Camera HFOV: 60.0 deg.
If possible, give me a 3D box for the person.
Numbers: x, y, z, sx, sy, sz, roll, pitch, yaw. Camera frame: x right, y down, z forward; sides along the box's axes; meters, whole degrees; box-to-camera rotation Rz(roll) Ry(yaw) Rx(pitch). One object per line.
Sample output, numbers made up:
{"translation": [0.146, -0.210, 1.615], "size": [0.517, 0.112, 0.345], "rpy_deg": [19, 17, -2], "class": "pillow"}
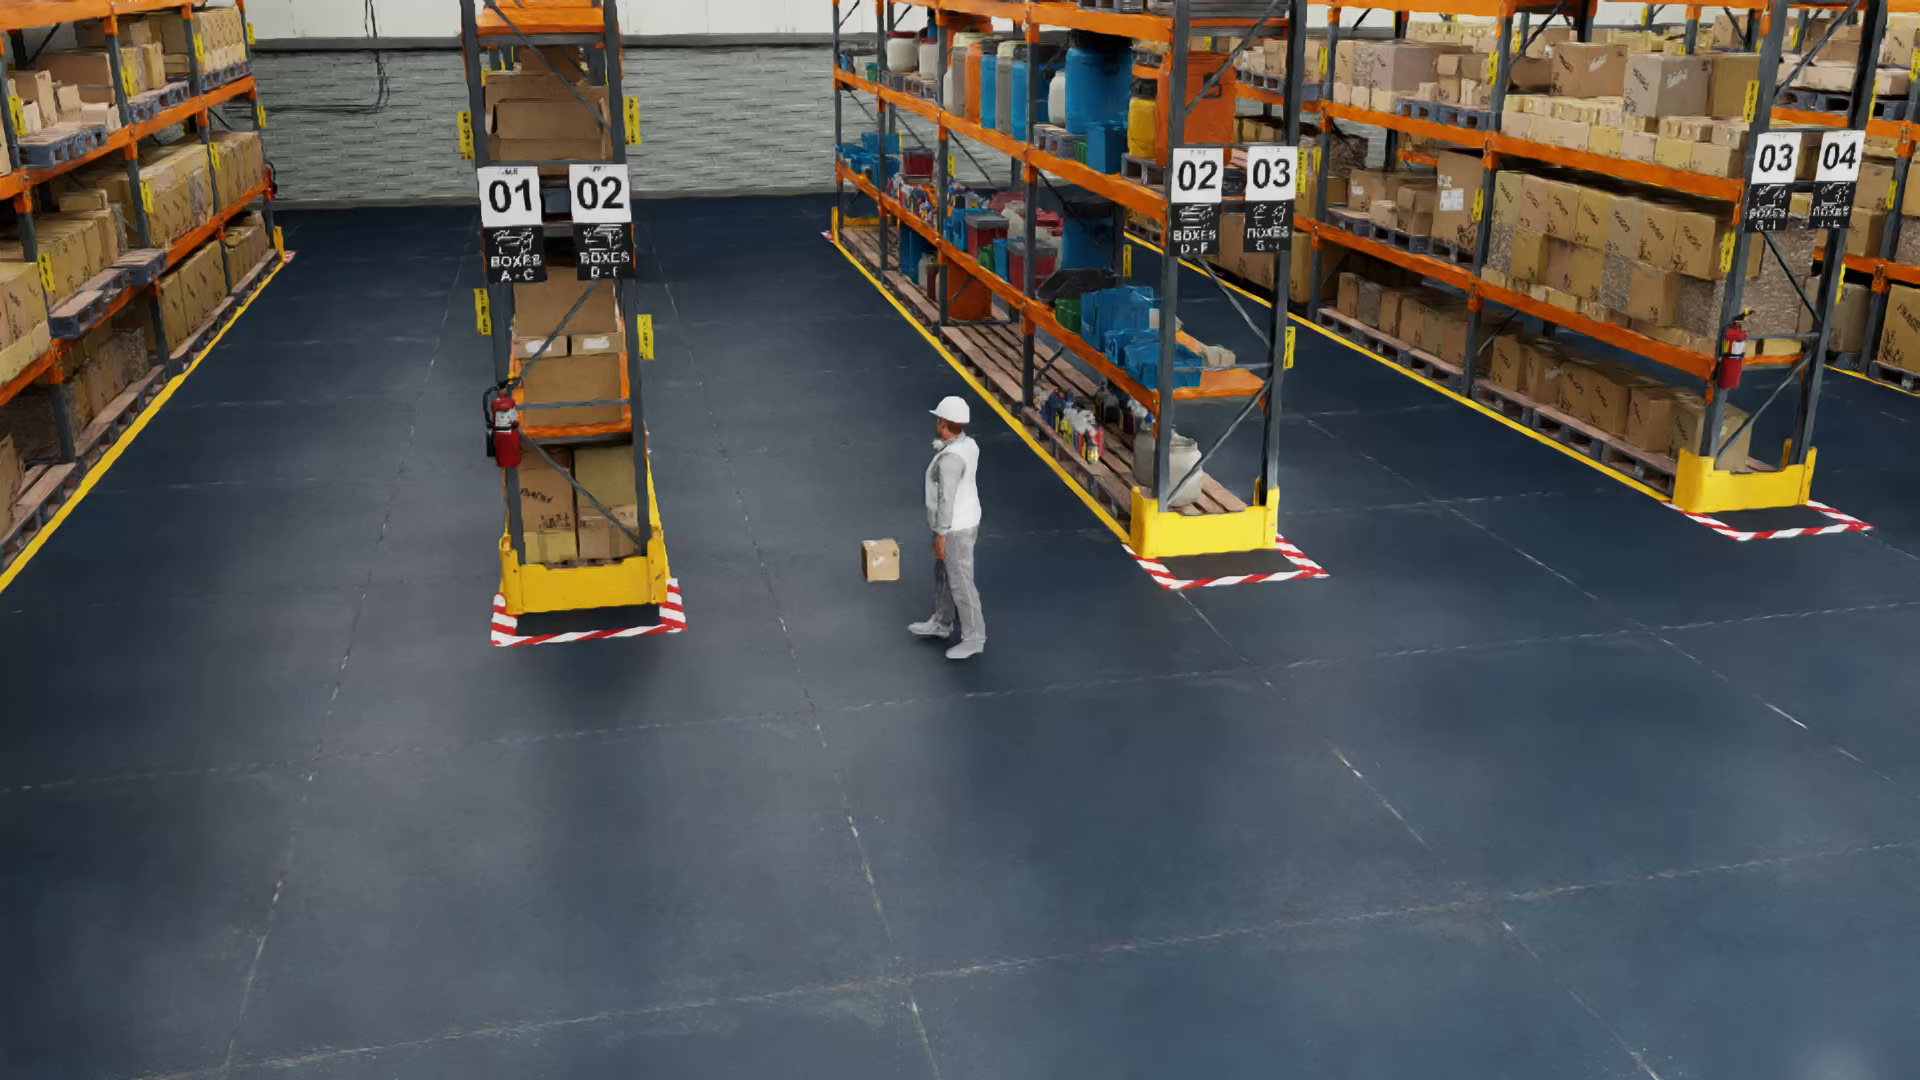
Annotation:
{"translation": [-0.092, -0.119, 11.296], "size": [0.578, 1.770, 0.640], "rpy_deg": [2, 20, 6], "class": "person"}
